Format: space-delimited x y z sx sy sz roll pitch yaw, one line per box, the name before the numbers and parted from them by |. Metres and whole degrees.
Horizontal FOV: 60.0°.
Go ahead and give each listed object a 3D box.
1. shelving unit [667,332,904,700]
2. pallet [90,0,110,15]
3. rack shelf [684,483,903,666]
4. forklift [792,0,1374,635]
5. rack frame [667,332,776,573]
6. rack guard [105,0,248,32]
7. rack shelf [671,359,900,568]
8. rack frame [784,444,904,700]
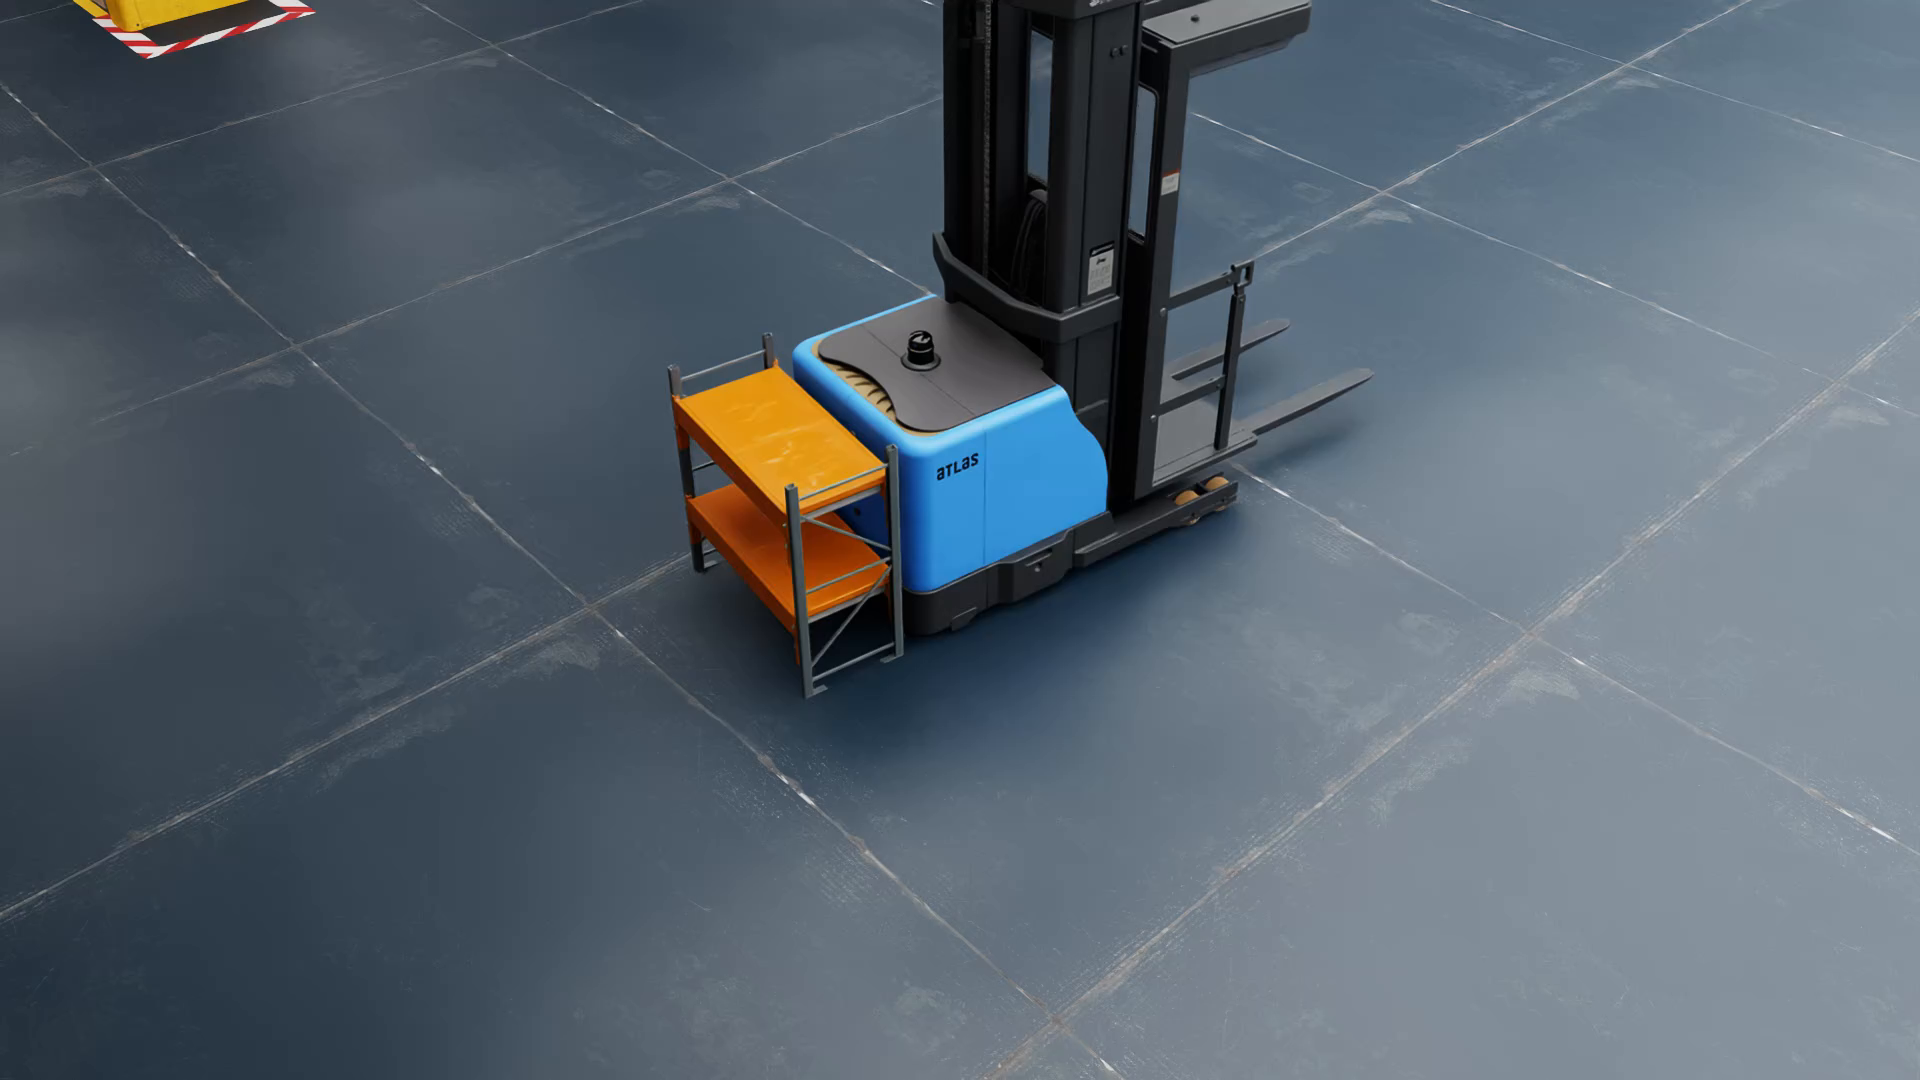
shelving unit | -0.748 -0.116 7.206 0.538 1.125 1.048 -23 44 -26
pallet | -6.653 -4.652 13.549 1.003 0.211 1.213 -30 48 -32
rack shelf | -0.748 0.074 7.360 0.538 0.278 1.000 -23 44 -26
forklift | 0.740 -1.459 7.431 3.031 2.935 1.130 -24 45 -27
rack frame | -1.032 -0.381 7.534 0.500 1.125 0.032 -23 44 -26
rack guard | -6.089 -4.417 13.029 1.175 0.500 0.348 -30 48 -32
rack shelf | -0.748 -0.344 7.022 0.538 0.278 1.000 -23 44 -26
rack frame | -0.463 0.149 6.878 0.500 1.125 0.032 -23 44 -26
